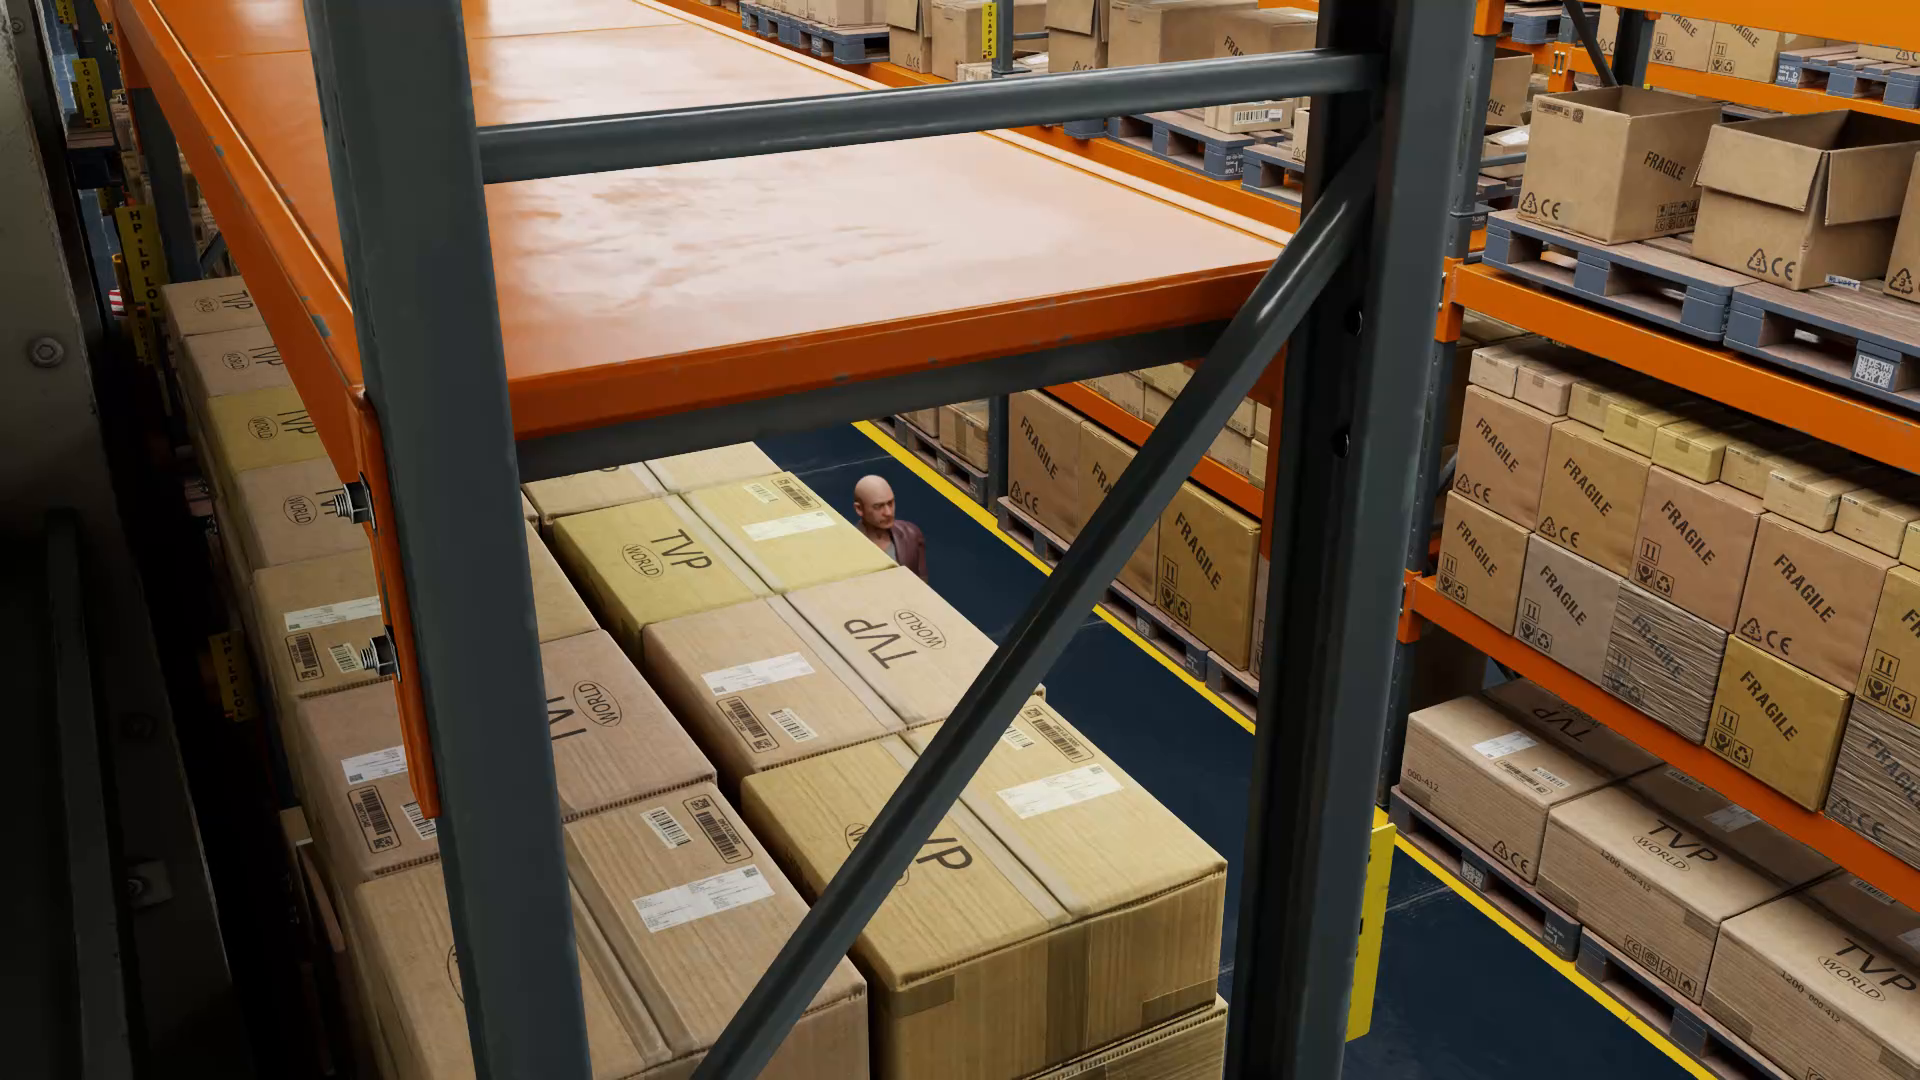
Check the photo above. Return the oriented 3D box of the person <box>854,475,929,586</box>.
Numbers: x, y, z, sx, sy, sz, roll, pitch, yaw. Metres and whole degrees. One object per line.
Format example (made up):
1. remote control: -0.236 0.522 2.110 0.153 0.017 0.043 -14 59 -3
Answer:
1. person: -0.336 0.575 7.909 0.526 1.776 0.545 -12 28 -25
